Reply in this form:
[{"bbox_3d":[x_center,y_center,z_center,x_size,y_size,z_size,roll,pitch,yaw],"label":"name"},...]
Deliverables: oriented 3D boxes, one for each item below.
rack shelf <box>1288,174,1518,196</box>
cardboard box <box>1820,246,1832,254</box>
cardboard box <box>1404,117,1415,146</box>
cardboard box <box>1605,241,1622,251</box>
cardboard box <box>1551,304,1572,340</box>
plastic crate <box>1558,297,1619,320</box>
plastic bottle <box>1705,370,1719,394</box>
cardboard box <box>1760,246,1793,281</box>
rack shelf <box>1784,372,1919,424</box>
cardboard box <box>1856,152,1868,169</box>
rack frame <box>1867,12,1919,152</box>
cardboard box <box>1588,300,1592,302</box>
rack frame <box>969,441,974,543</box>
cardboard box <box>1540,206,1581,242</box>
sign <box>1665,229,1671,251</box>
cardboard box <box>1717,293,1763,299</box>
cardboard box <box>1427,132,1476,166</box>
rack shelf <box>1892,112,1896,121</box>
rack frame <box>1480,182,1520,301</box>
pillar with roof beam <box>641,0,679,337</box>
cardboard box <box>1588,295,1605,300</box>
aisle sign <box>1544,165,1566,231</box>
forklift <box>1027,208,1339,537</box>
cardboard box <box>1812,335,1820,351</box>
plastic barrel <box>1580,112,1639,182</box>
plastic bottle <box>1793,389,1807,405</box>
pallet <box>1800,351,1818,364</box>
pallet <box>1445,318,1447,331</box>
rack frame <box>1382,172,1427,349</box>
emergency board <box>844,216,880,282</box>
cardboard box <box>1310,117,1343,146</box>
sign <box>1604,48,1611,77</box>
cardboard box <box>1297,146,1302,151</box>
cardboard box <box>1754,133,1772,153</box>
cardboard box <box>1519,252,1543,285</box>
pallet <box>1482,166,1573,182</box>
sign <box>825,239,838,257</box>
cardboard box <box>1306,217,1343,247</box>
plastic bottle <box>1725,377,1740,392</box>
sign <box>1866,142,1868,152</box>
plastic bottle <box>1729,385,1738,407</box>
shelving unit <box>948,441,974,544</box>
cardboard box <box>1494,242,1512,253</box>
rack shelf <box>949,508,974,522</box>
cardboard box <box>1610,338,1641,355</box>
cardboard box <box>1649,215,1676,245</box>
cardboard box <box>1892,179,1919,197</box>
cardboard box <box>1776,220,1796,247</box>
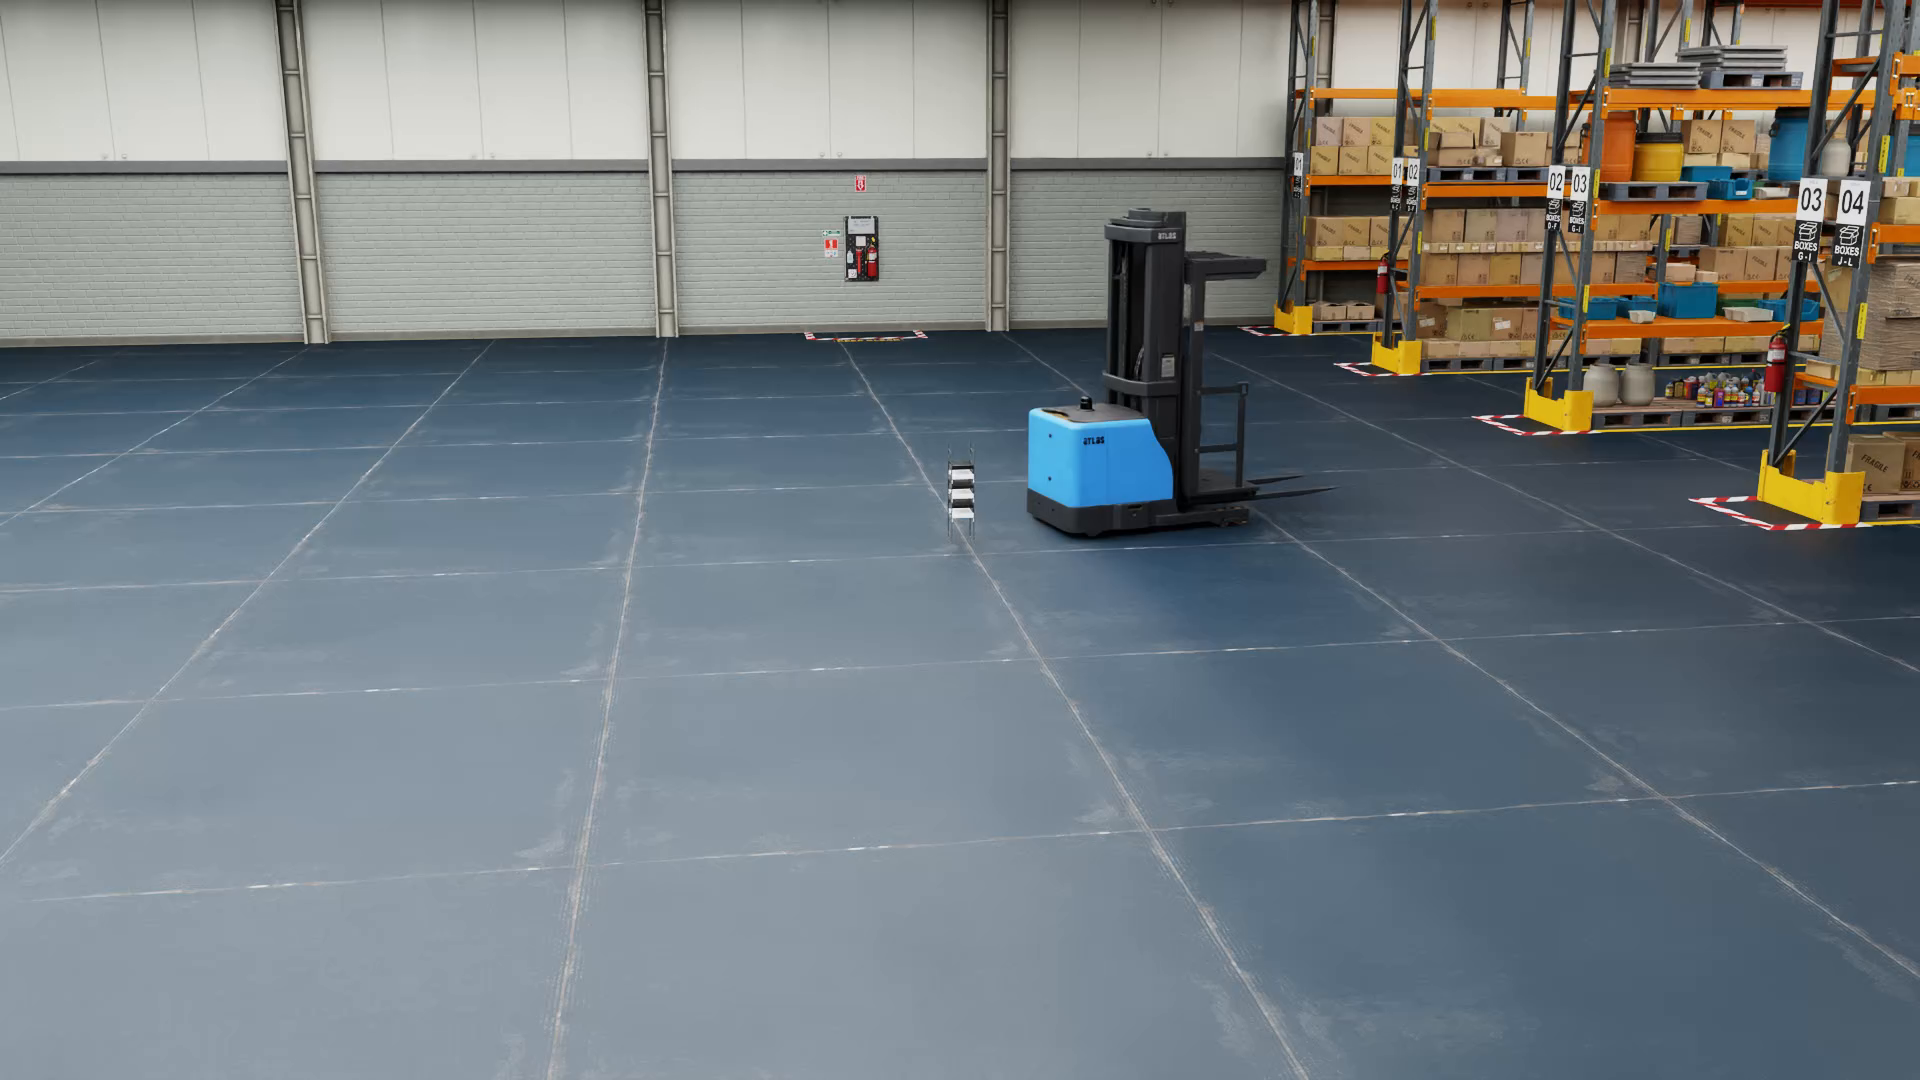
[{"bbox_3d":[8.034,-6.494,30.289,4.000,0.370,1.077,-2,14,-8],"label":"rack shelf"},{"bbox_3d":[16.367,-5.522,31.578,0.250,0.149,0.380,-2,14,-10],"label":"cardboard box"},{"bbox_3d":[7.970,-7.443,30.294,0.500,0.500,0.500,-2,14,-8],"label":"cardboard box"},{"bbox_3d":[10.013,-4.552,25.695,0.250,0.149,0.380,-3,14,-10],"label":"cardboard box"},{"bbox_3d":[9.337,-3.399,25.883,0.500,0.500,0.500,-2,14,-8],"label":"cardboard box"},{"bbox_3d":[7.982,-2.950,21.153,0.616,0.251,0.499,-2,14,-8],"label":"plastic crate"},{"bbox_3d":[9.836,-2.047,21.788,0.185,0.351,0.144,-2,14,-6],"label":"plastic bottle"},{"bbox_3d":[13.051,-4.397,26.412,0.500,0.500,0.500,-3,14,-11],"label":"cardboard box"},{"bbox_3d":[10.247,-1.464,16.401,4.000,0.370,1.077,-2,14,-8],"label":"rack shelf"},{"bbox_3d":[14.268,-5.970,26.165,0.500,0.250,0.500,-3,14,-12],"label":"cardboard box"},{"bbox_3d":[14.708,-7.324,25.953,0.127,3.000,1.000,-2,14,-8],"label":"rack frame"},{"bbox_3d":[10.248,-3.561,26.530,0.500,0.500,0.500,-2,14,-8],"label":"cardboard box"},{"bbox_3d":[0.109,-0.440,15.156,0.006,0.900,0.240,-2,14,-8],"label":"rack frame"},{"bbox_3d":[9.320,-4.892,25.719,0.500,0.500,0.700,-2,14,-8],"label":"cardboard box"},{"bbox_3d":[10.837,-4.594,25.458,0.005,0.325,0.100,-2,14,-8],"label":"sign"},{"bbox_3d":[14.713,-4.761,31.624,0.750,0.750,0.750,-2,14,-9],"label":"cardboard box"},{"bbox_3d":[7.366,-5.920,25.160,0.637,0.503,0.797,-1,14,-4],"label":"cardboard box"},{"bbox_3d":[19.900,-8.189,31.707,4.000,0.370,1.077,-2,14,-8],"label":"rack shelf"},{"bbox_3d":[10.011,-5.460,30.855,0.127,3.000,1.000,-2,14,-8],"label":"rack frame"},{"bbox_3d":[-4.606,-6.988,24.615,0.400,9.000,9.100,-2,14,-8],"label":"pillar with roof beam"},{"bbox_3d":[11.751,-4.531,31.386,0.500,0.500,0.700,-2,14,-8],"label":"cardboard box"},{"bbox_3d":[7.416,-4.262,20.733,0.004,0.787,0.394,-2,14,-8],"label":"aisle sign"},{"bbox_3d":[2.212,-1.662,15.851,3.031,2.935,1.130,-6,15,-21],"label":"forklift"},{"bbox_3d":[13.715,-3.186,26.578,0.500,0.250,0.500,-2,14,-9],"label":"cardboard box"},{"bbox_3d":[7.993,-4.847,20.499,0.708,0.830,0.600,-2,14,-8],"label":"plastic barrel"},{"bbox_3d":[10.704,-1.906,21.225,0.185,0.351,0.144,-3,14,-11],"label":"plastic bottle"},{"bbox_3d":[13.888,-3.041,26.940,1.213,0.211,1.003,-2,14,-8],"label":"pallet"},{"bbox_3d":[9.352,-4.075,31.064,1.213,0.211,1.003,-2,14,-8],"label":"pallet"},{"bbox_3d":[6.798,-4.124,25.527,0.127,3.000,1.000,-2,14,-8],"label":"rack frame"},{"bbox_3d":[-1.763,-5.251,30.021,0.643,1.169,0.194,-2,14,-8],"label":"emergency board"},{"bbox_3d":[6.473,-7.269,29.599,0.500,0.500,0.500,-3,14,-12],"label":"cardboard box"},{"bbox_3d":[7.609,-5.608,19.543,0.005,0.325,0.100,-2,14,-8],"label":"sign"},{"bbox_3d":[6.431,-6.904,30.201,0.500,0.500,0.500,-1,14,-4],"label":"cardboard box"},{"bbox_3d":[14.954,-7.385,31.255,0.500,0.500,0.700,-3,14,-11],"label":"cardboard box"},{"bbox_3d":[8.792,-4.243,25.796,0.500,0.500,0.700,-2,14,-7],"label":"cardboard box"},{"bbox_3d":[8.710,-5.600,25.429,1.213,0.211,1.003,-2,14,-8],"label":"pallet"},{"bbox_3d":[-2.325,-5.273,30.035,0.234,0.329,0.001,-2,14,-8],"label":"sign"},{"bbox_3d":[6.573,-5.561,29.983,0.500,0.500,0.500,-2,14,-8],"label":"cardboard box"},{"bbox_3d":[10.067,-1.983,21.685,0.135,0.276,0.152,-2,14,-8],"label":"plastic bottle"},{"bbox_3d":[14.629,-6.250,26.776,0.005,0.325,0.100,-2,14,-8],"label":"sign"},{"bbox_3d":[9.809,-1.829,21.081,0.097,0.271,0.097,0,14,0],"label":"plastic bottle"},{"bbox_3d":[0.008,-0.437,15.142,0.210,0.900,0.258,-2,14,-8],"label":"shelving unit"},{"bbox_3d":[8.238,-4.487,25.436,0.250,0.149,0.380,-3,14,-10],"label":"cardboard box"},{"bbox_3d":[0.008,-0.230,15.194,0.200,0.077,0.258,-2,14,-8],"label":"rack shelf"},{"bbox_3d":[10.327,-3.069,26.111,0.500,0.250,0.500,-2,14,-8],"label":"cardboard box"},{"bbox_3d":[12.955,-5.821,31.183,0.500,0.500,0.700,-3,14,-14],"label":"cardboard box"},{"bbox_3d":[8.847,-3.257,15.392,0.250,0.149,0.380,-2,14,-7],"label":"cardboard box"},{"bbox_3d":[15.495,-5.798,31.345,0.500,0.500,0.500,-2,14,-9],"label":"cardboard box"}]
